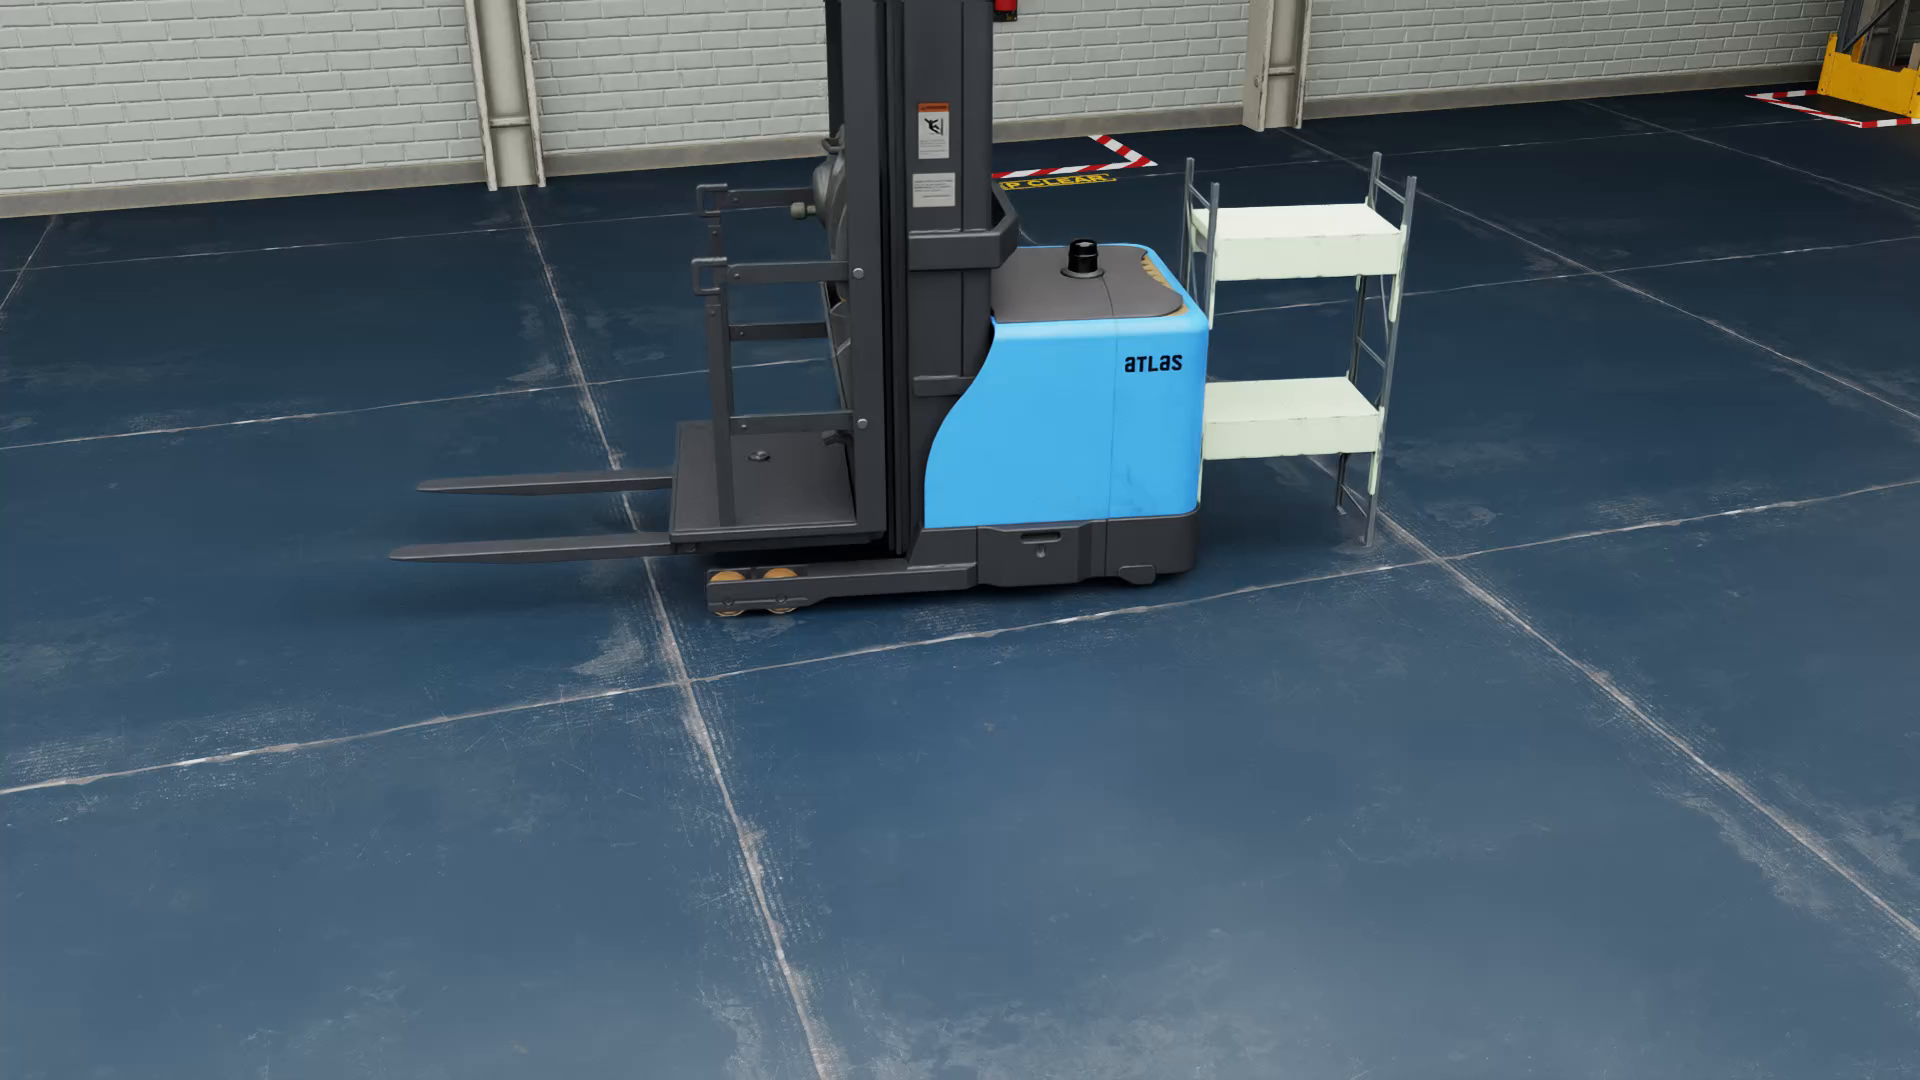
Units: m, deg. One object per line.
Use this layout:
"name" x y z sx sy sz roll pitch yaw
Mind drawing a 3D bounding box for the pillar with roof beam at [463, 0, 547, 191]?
"pillar with roof beam" -1.838 -4.759 6.216 0.400 9.000 9.100 -8 28 -16

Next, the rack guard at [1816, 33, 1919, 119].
"rack guard" 7.913 -3.973 14.191 0.348 0.500 1.175 -8 28 -16

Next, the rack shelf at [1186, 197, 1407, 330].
"rack shelf" 1.255 -1.057 6.315 0.720 0.370 0.431 -3 27 -6

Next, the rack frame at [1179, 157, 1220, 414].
"rack frame" 0.892 -0.687 6.448 0.023 1.500 0.400 -3 27 -6

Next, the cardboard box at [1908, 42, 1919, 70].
"cardboard box" 8.527 -4.132 14.229 0.500 0.311 0.500 -12 29 -22

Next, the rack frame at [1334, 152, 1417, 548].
"rack frame" 1.619 -0.728 6.529 0.023 1.500 0.400 -3 27 -6

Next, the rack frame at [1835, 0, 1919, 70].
"rack frame" 7.841 -5.082 13.614 0.127 3.000 1.000 -8 28 -16

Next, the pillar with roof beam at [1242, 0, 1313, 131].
"pillar with roof beam" 3.867 -5.585 7.880 0.400 9.000 9.100 -8 28 -16

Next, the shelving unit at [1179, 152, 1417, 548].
"shelving unit" 1.255 -0.708 6.489 0.755 1.500 0.431 -3 27 -6

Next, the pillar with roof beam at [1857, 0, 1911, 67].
"pillar with roof beam" 9.572 -6.411 9.544 0.400 9.000 9.100 -8 28 -16

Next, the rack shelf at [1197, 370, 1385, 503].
"rack shelf" 1.255 -0.416 6.633 0.720 0.370 0.431 -3 27 -6

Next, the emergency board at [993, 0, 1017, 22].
"emergency board" 0.172 -4.394 12.227 0.643 1.169 0.194 -8 28 -16

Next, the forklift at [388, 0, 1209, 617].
"forklift" -0.642 -1.277 6.027 3.031 2.935 1.130 -3 27 -6

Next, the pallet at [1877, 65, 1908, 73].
"pallet" 8.697 -3.941 14.450 1.213 0.211 1.003 -8 28 -16
